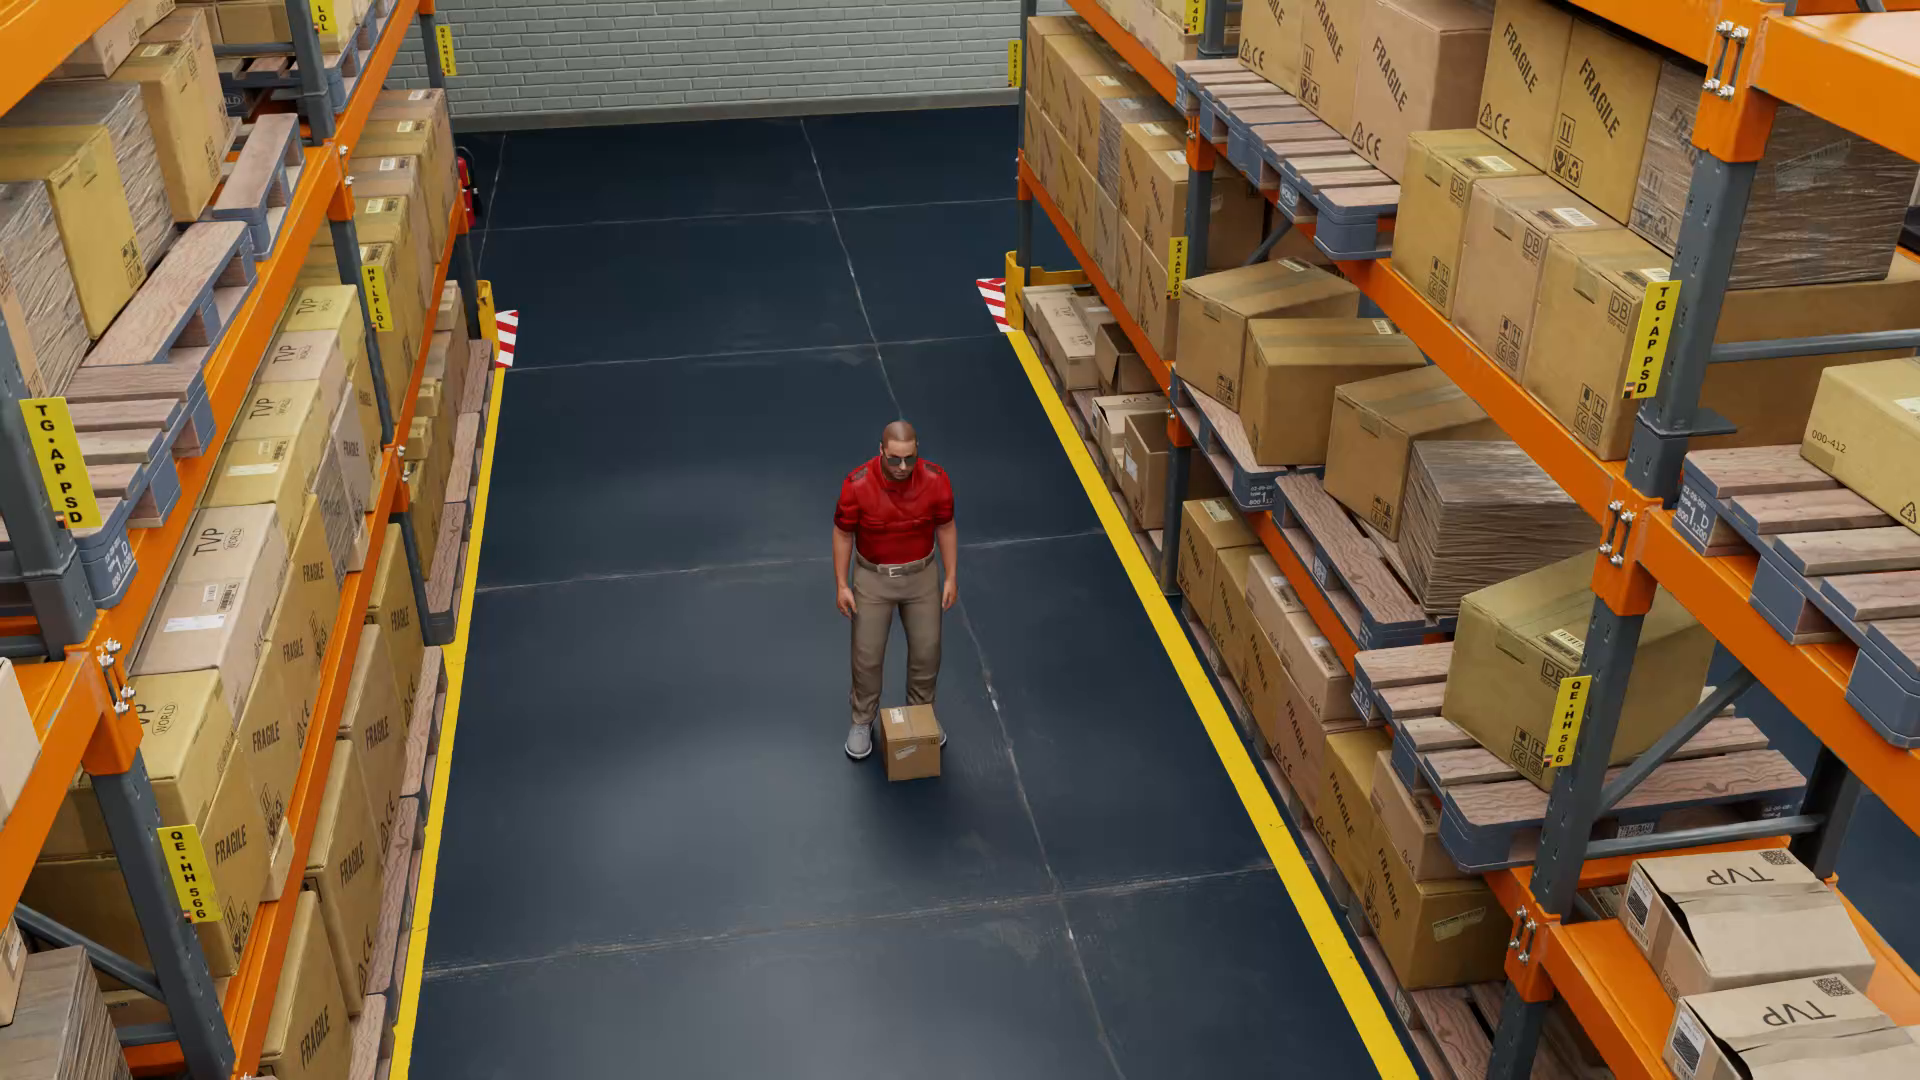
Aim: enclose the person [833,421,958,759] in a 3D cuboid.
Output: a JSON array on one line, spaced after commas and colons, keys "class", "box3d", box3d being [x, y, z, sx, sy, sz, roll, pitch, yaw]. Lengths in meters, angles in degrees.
[{"class": "person", "box3d": [-0.296, 0.207, 7.799, 0.587, 1.727, 0.394, -5, 31, -9]}]
